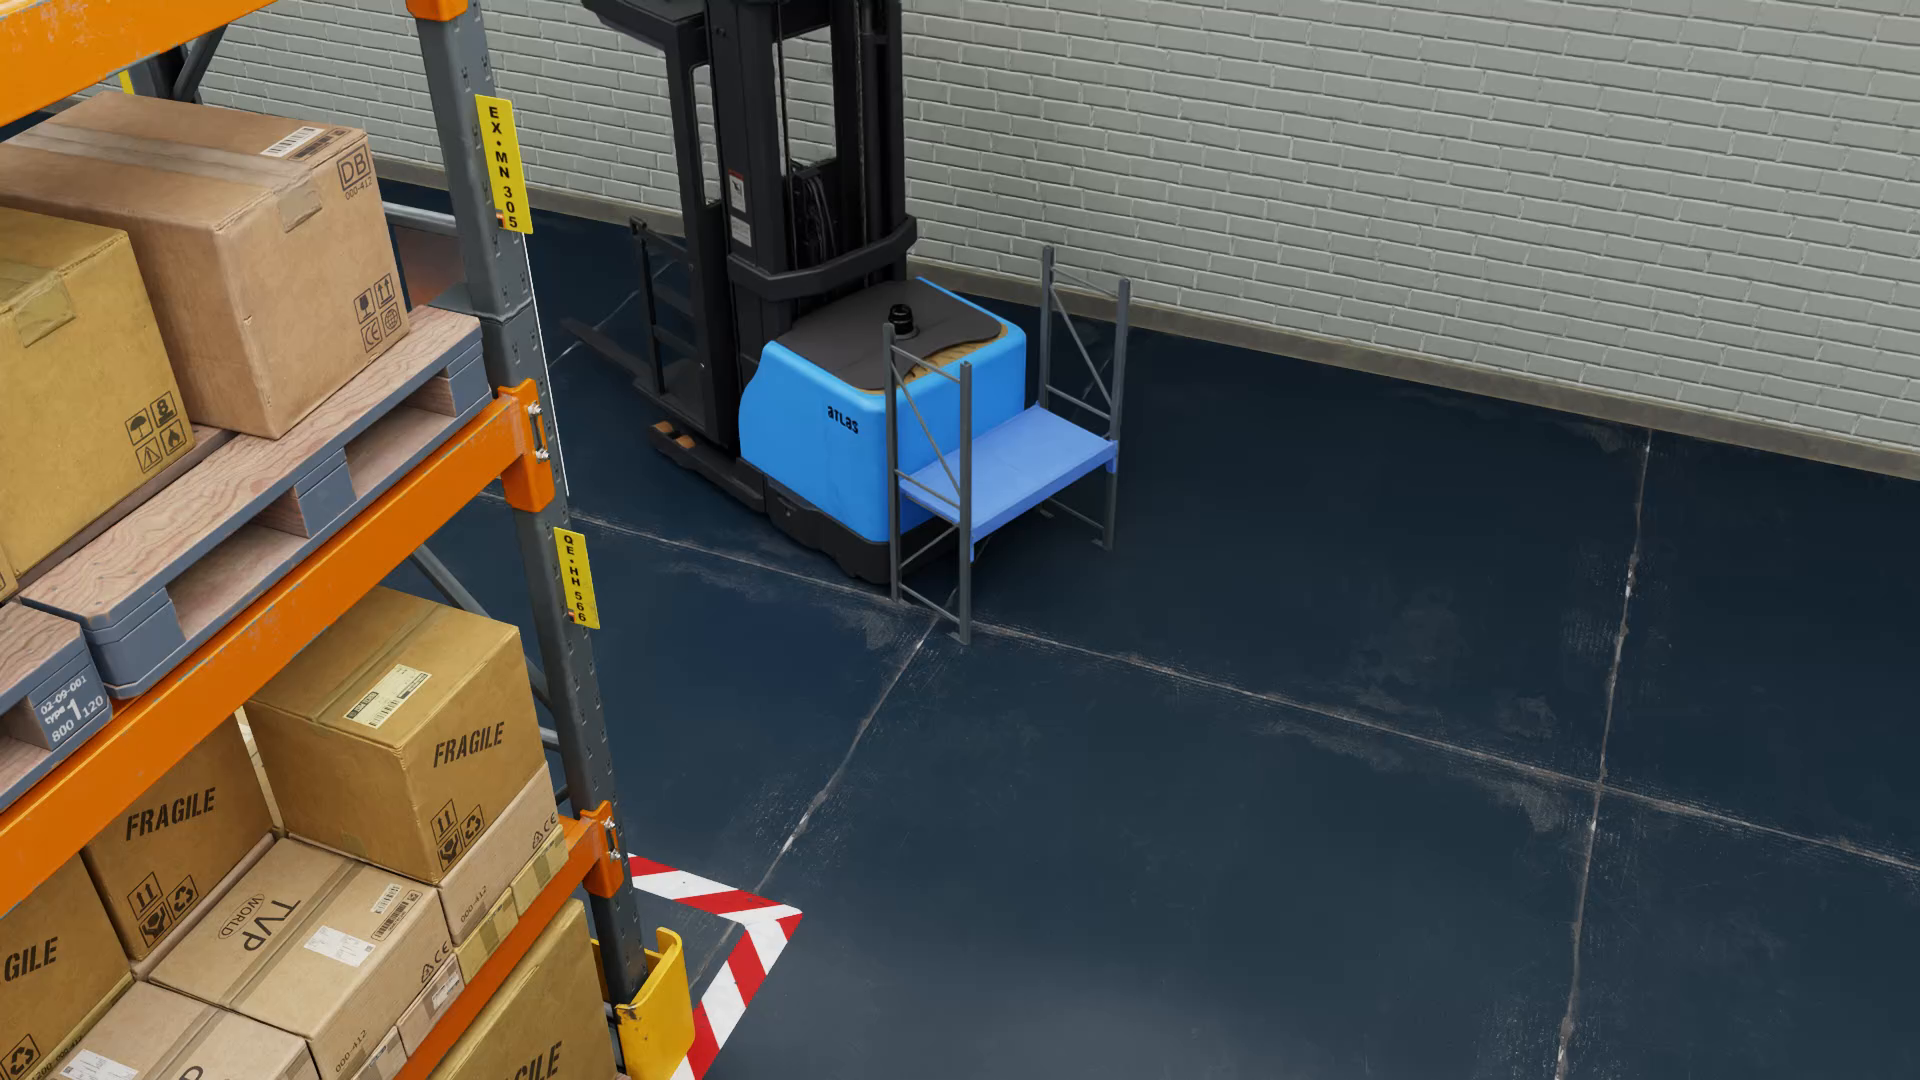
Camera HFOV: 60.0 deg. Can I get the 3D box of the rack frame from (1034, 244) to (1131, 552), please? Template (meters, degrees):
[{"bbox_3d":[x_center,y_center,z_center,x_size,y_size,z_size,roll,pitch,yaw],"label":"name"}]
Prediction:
[{"bbox_3d":[0.572,-0.655,7.975,0.500,1.500,0.032,30,46,34],"label":"rack frame"}]

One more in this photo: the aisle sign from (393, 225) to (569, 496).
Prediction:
[{"bbox_3d":[-1.240,-0.479,4.315,0.394,0.787,0.004,14,39,18],"label":"aisle sign"}]

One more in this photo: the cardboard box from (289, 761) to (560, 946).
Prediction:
[{"bbox_3d":[-1.484,0.804,4.648,0.500,0.250,0.500,13,39,17],"label":"cardboard box"}]

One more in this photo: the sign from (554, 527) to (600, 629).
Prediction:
[{"bbox_3d":[-1.048,0.107,4.539,0.100,0.325,0.005,14,39,18],"label":"sign"}]

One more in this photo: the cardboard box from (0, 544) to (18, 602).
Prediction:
[{"bbox_3d":[-2.170,-0.034,2.869,0.700,0.500,0.500,11,38,15],"label":"cardboard box"}]

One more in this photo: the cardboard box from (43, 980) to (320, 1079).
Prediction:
[{"bbox_3d":[-1.870,1.366,3.895,0.500,0.250,0.500,13,39,16],"label":"cardboard box"}]

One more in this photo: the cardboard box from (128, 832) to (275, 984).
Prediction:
[{"bbox_3d":[-2.169,0.968,4.427,0.500,0.250,0.500,13,39,17],"label":"cardboard box"}]

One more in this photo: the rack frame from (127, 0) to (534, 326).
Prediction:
[{"bbox_3d":[-1.545,-1.869,3.336,1.000,3.000,0.127,14,39,18],"label":"rack frame"}]

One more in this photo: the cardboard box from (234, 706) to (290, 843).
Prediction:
[{"bbox_3d":[-1.977,0.679,4.814,0.500,0.250,0.500,13,39,17],"label":"cardboard box"}]

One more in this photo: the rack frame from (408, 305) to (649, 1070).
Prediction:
[{"bbox_3d":[-1.545,0.534,5.132,1.000,3.000,0.127,14,39,18],"label":"rack frame"}]

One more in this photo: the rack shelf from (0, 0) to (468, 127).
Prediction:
[{"bbox_3d":[-2.306,-0.313,2.189,1.077,0.370,4.000,14,39,18],"label":"rack shelf"}]

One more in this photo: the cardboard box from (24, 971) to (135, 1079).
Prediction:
[{"bbox_3d":[-2.363,1.246,4.056,0.500,0.250,0.500,13,39,16],"label":"cardboard box"}]

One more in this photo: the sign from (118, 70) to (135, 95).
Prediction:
[{"bbox_3d":[-2.056,-1.179,4.122,0.100,0.325,0.005,14,39,18],"label":"sign"}]

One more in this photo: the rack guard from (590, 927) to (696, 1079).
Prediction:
[{"bbox_3d":[-1.535,1.522,5.898,1.175,0.500,0.348,14,39,18],"label":"rack guard"}]

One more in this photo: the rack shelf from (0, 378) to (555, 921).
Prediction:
[{"bbox_3d":[-2.306,0.728,2.968,1.077,0.370,4.000,14,39,18],"label":"rack shelf"}]

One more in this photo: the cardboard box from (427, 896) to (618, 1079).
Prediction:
[{"bbox_3d":[-1.714,1.589,5.144,0.875,0.875,0.875,14,39,18],"label":"cardboard box"}]

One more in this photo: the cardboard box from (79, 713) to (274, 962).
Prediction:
[{"bbox_3d":[-2.167,0.656,4.220,0.500,0.500,0.500,13,39,17],"label":"cardboard box"}]

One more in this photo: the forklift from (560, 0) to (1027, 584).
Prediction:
[{"bbox_3d":[-1.046,-1.752,8.248,1.130,2.935,3.031,-30,46,-34],"label":"forklift"}]

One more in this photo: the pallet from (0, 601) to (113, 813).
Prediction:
[{"bbox_3d":[-2.280,0.459,2.801,1.003,0.211,1.213,14,39,18],"label":"pallet"}]

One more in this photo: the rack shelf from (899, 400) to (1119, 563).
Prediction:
[{"bbox_3d":[0.216,-0.293,7.791,0.538,0.185,1.000,30,46,34],"label":"rack shelf"}]

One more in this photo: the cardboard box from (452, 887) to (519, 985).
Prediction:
[{"bbox_3d":[-1.473,1.051,4.650,0.380,0.149,0.250,14,39,18],"label":"cardboard box"}]

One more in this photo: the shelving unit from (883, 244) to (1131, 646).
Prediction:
[{"bbox_3d":[0.216,-0.437,7.684,0.538,1.500,1.048,30,46,34],"label":"shelving unit"}]

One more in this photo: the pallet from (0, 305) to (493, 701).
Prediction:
[{"bbox_3d":[-1.817,-0.219,3.708,1.003,0.211,1.213,14,39,18],"label":"pallet"}]

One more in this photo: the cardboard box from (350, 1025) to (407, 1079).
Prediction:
[{"bbox_3d":[-1.666,1.328,4.279,0.380,0.149,0.250,15,39,19],"label":"cardboard box"}]

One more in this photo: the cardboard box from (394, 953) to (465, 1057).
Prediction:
[{"bbox_3d":[-1.570,1.190,4.463,0.380,0.149,0.250,14,39,18],"label":"cardboard box"}]

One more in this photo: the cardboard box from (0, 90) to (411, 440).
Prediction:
[{"bbox_3d":[-1.693,-0.616,3.647,0.700,0.500,0.500,12,38,15],"label":"cardboard box"}]

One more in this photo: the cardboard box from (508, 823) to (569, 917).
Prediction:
[{"bbox_3d":[-1.376,0.907,4.843,0.380,0.149,0.250,15,39,19],"label":"cardboard box"}]

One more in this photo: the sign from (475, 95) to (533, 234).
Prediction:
[{"bbox_3d":[-1.048,-0.859,3.817,0.100,0.325,0.005,14,39,18],"label":"sign"}]

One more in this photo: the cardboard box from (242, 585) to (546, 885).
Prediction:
[{"bbox_3d":[-1.487,0.504,4.422,0.500,0.500,0.500,14,39,18],"label":"cardboard box"}]

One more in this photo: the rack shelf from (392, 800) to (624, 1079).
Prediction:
[{"bbox_3d":[-2.306,1.929,3.866,1.077,0.370,4.000,14,39,18],"label":"rack shelf"}]

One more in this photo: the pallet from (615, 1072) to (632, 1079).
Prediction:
[{"bbox_3d":[-1.776,2.111,5.351,1.003,0.211,1.213,14,39,18],"label":"pallet"}]

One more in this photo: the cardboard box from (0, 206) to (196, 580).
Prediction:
[{"bbox_3d":[-2.018,-0.332,3.267,0.700,0.500,0.500,12,39,16],"label":"cardboard box"}]

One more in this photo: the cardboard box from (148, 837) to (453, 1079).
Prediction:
[{"bbox_3d":[-1.677,1.084,4.272,0.500,0.250,0.500,13,39,17],"label":"cardboard box"}]

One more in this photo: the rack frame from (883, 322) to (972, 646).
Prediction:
[{"bbox_3d":[-0.139,-0.220,7.393,0.500,1.500,0.032,30,46,34],"label":"rack frame"}]

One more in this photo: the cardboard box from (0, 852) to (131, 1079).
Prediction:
[{"bbox_3d":[-2.359,0.944,3.834,0.500,0.500,0.500,13,39,17],"label":"cardboard box"}]
